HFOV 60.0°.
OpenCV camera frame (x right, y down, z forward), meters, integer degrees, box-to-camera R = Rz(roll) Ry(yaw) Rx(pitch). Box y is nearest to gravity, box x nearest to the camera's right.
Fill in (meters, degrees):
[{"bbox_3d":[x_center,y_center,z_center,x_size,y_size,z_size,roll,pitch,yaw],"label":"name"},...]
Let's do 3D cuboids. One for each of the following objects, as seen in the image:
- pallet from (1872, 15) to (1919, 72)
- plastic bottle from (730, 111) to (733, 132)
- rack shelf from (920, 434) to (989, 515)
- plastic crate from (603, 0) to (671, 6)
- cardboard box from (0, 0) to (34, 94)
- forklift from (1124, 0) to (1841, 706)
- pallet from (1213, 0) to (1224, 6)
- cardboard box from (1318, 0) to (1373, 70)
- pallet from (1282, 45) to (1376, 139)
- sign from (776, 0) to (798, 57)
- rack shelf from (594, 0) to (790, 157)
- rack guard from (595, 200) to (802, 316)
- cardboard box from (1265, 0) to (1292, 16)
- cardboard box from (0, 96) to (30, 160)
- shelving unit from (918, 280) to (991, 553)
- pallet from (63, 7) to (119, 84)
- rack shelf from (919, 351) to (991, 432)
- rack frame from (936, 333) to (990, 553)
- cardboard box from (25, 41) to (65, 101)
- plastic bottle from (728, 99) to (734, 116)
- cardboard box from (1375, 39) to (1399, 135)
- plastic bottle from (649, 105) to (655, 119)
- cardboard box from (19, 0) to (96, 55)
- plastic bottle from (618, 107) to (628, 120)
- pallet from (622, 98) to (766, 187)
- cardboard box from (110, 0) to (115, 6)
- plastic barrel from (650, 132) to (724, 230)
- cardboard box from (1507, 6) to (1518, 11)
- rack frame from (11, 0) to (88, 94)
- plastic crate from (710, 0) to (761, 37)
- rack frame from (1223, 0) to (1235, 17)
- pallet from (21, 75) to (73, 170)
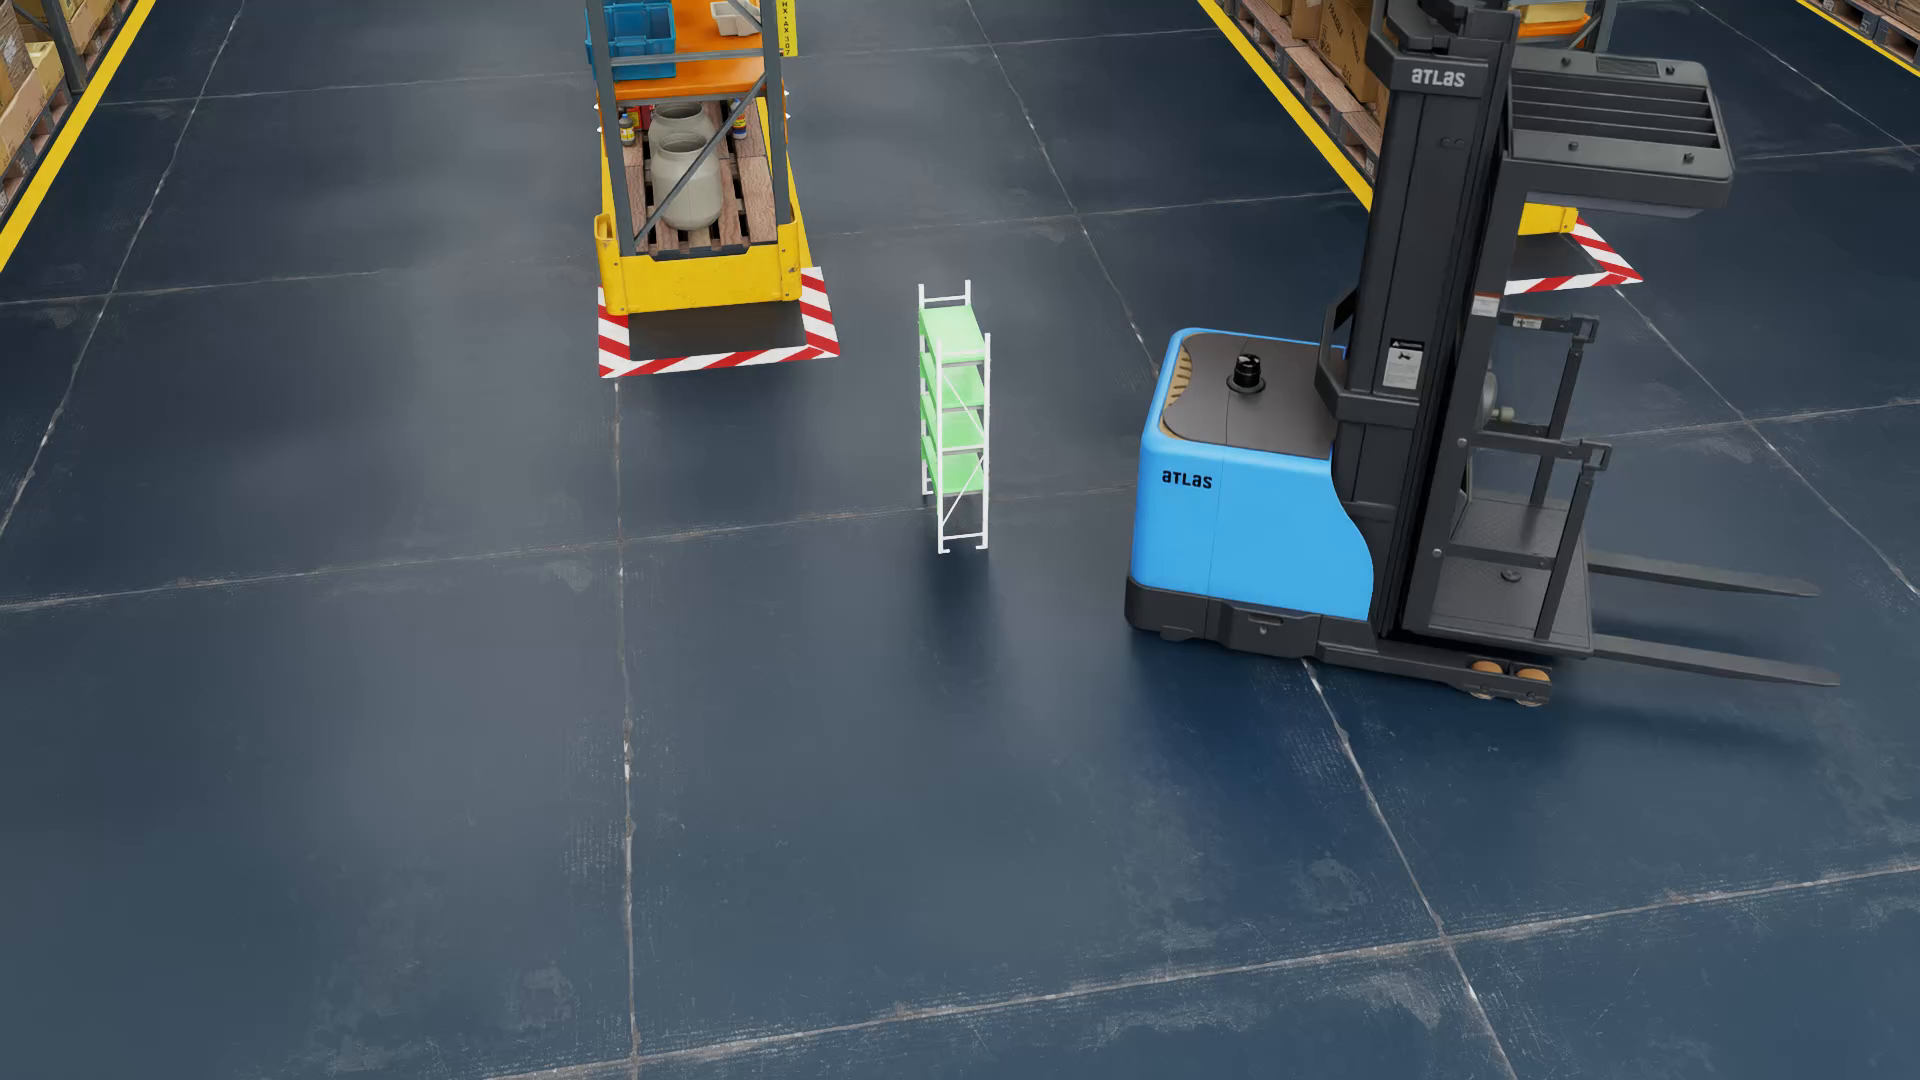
[{"bbox_3d":[7.860,-3.748,12.803,1.003,0.211,1.213,-6,38,-8],"label":"pallet"},{"bbox_3d":[-1.519,-2.894,11.353,0.097,0.201,0.097,0,38,0],"label":"plastic bottle"},{"bbox_3d":[-0.029,-0.334,8.097,0.258,0.148,0.480,-6,38,-8],"label":"rack shelf"},{"bbox_3d":[-1.980,-3.239,9.995,0.499,0.251,0.408,-6,38,-8],"label":"plastic crate"},{"bbox_3d":[-6.695,-3.336,11.287,0.500,0.500,0.500,-6,38,-8],"label":"cardboard box"},{"bbox_3d":[2.324,-0.798,6.787,3.031,2.935,1.130,9,39,11],"label":"forklift"},{"bbox_3d":[2.547,-4.952,14.352,1.003,0.211,1.213,-6,38,-8],"label":"pallet"},{"bbox_3d":[3.010,-3.804,12.297,0.500,0.500,0.500,-9,39,-12],"label":"cardboard box"},{"bbox_3d":[3.055,-3.342,12.279,1.003,0.211,1.213,-6,38,-8],"label":"pallet"},{"bbox_3d":[-0.947,-2.800,9.084,0.100,0.325,0.005,-6,38,-8],"label":"sign"},{"bbox_3d":[-1.840,-3.559,10.872,1.077,0.370,4.000,-6,38,-8],"label":"rack shelf"},{"bbox_3d":[-1.549,-1.688,9.916,1.175,0.500,0.348,-6,38,-8],"label":"rack guard"},{"bbox_3d":[2.716,-4.516,13.213,0.500,0.500,0.500,-7,38,-9],"label":"cardboard box"},{"bbox_3d":[-6.592,-2.740,11.131,0.500,0.250,0.500,-6,38,-8],"label":"cardboard box"},{"bbox_3d":[-0.029,-0.574,7.911,0.258,1.200,0.503,-6,38,-8],"label":"shelving unit"},{"bbox_3d":[-7.236,-3.860,12.946,1.003,0.211,1.213,-6,38,-8],"label":"pallet"},{"bbox_3d":[-0.029,-0.713,7.802,0.258,0.148,0.480,-6,38,-8],"label":"rack shelf"},{"bbox_3d":[0.014,-0.426,7.721,0.240,1.200,0.015,-6,38,-8],"label":"rack frame"},{"bbox_3d":[-6.772,-3.344,11.908,0.500,0.250,0.500,-6,38,-8],"label":"cardboard box"},{"bbox_3d":[-1.561,-3.067,11.517,0.097,0.271,0.097,0,38,0],"label":"plastic bottle"},{"bbox_3d":[3.155,-3.082,11.368,0.500,0.500,0.500,3,38,4],"label":"cardboard box"},{"bbox_3d":[-2.165,-3.029,11.526,0.097,0.201,0.097,0,38,0],"label":"plastic bottle"},{"bbox_3d":[-6.895,-3.870,12.586,0.500,0.250,0.500,-7,38,-9],"label":"cardboard box"},{"bbox_3d":[-2.282,-2.866,11.250,0.061,0.283,0.133,-5,38,-7],"label":"plastic bottle"},{"bbox_3d":[-1.897,-2.801,11.583,1.003,0.211,1.213,-6,38,-8],"label":"pallet"},{"bbox_3d":[-7.077,-4.492,13.386,0.500,0.250,0.500,-7,38,-9],"label":"cardboard box"},{"bbox_3d":[-1.680,-2.207,10.232,0.421,0.512,0.421,0,38,0],"label":"plastic barrel"},{"bbox_3d":[3.134,-3.218,10.052,0.380,0.149,0.250,-6,38,-8],"label":"cardboard box"},{"bbox_3d":[-7.068,-4.520,11.523,1.000,3.000,0.127,-6,38,-8],"label":"rack frame"},{"bbox_3d":[-1.330,-3.106,9.917,0.298,0.136,0.250,-6,38,-8],"label":"plastic crate"},{"bbox_3d":[2.685,-5.583,12.892,1.000,3.000,0.127,-6,38,-8],"label":"rack frame"},{"bbox_3d":[-6.970,-2.934,11.755,1.003,0.211,1.213,-6,38,-8],"label":"pallet"}]
